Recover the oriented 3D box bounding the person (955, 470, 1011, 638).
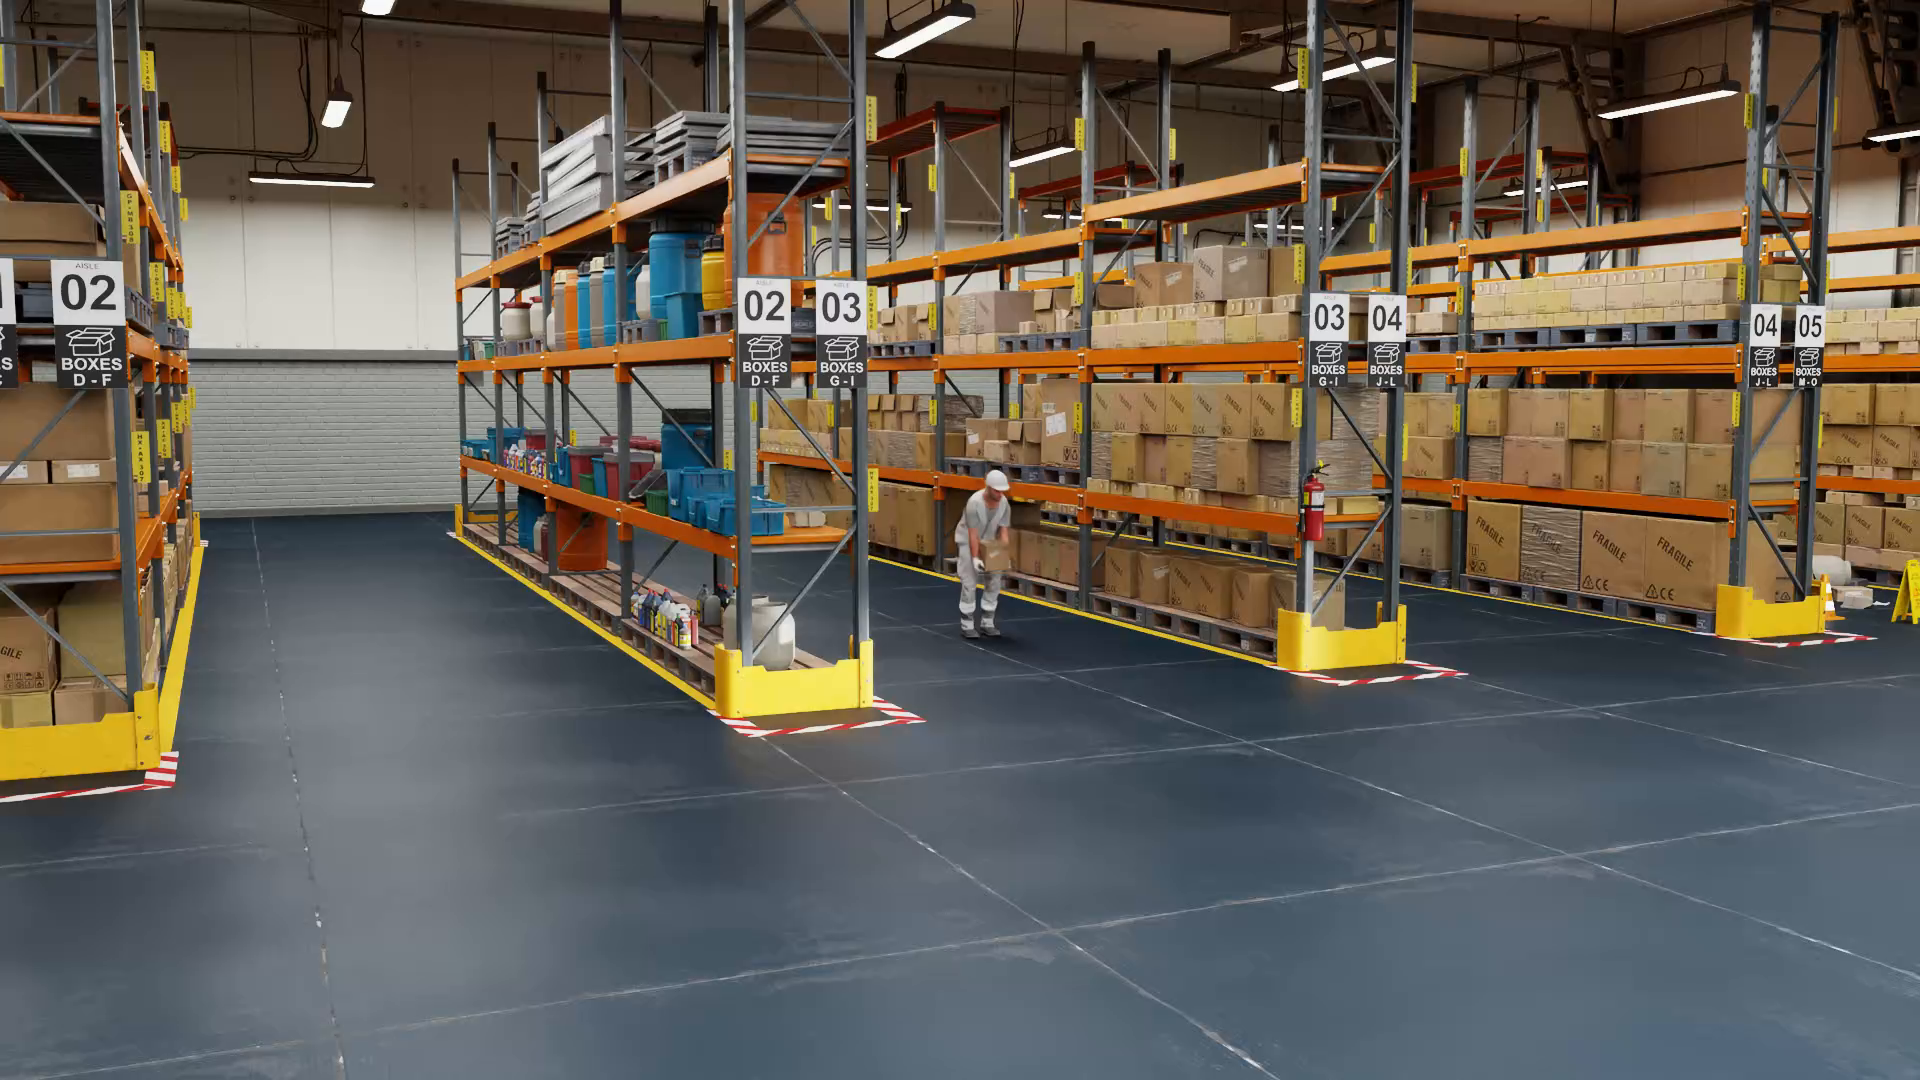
[{"bbox_3d":[0.246,0.133,15.989,0.486,1.628,0.739,-2,6,-25],"label":"person"}]
